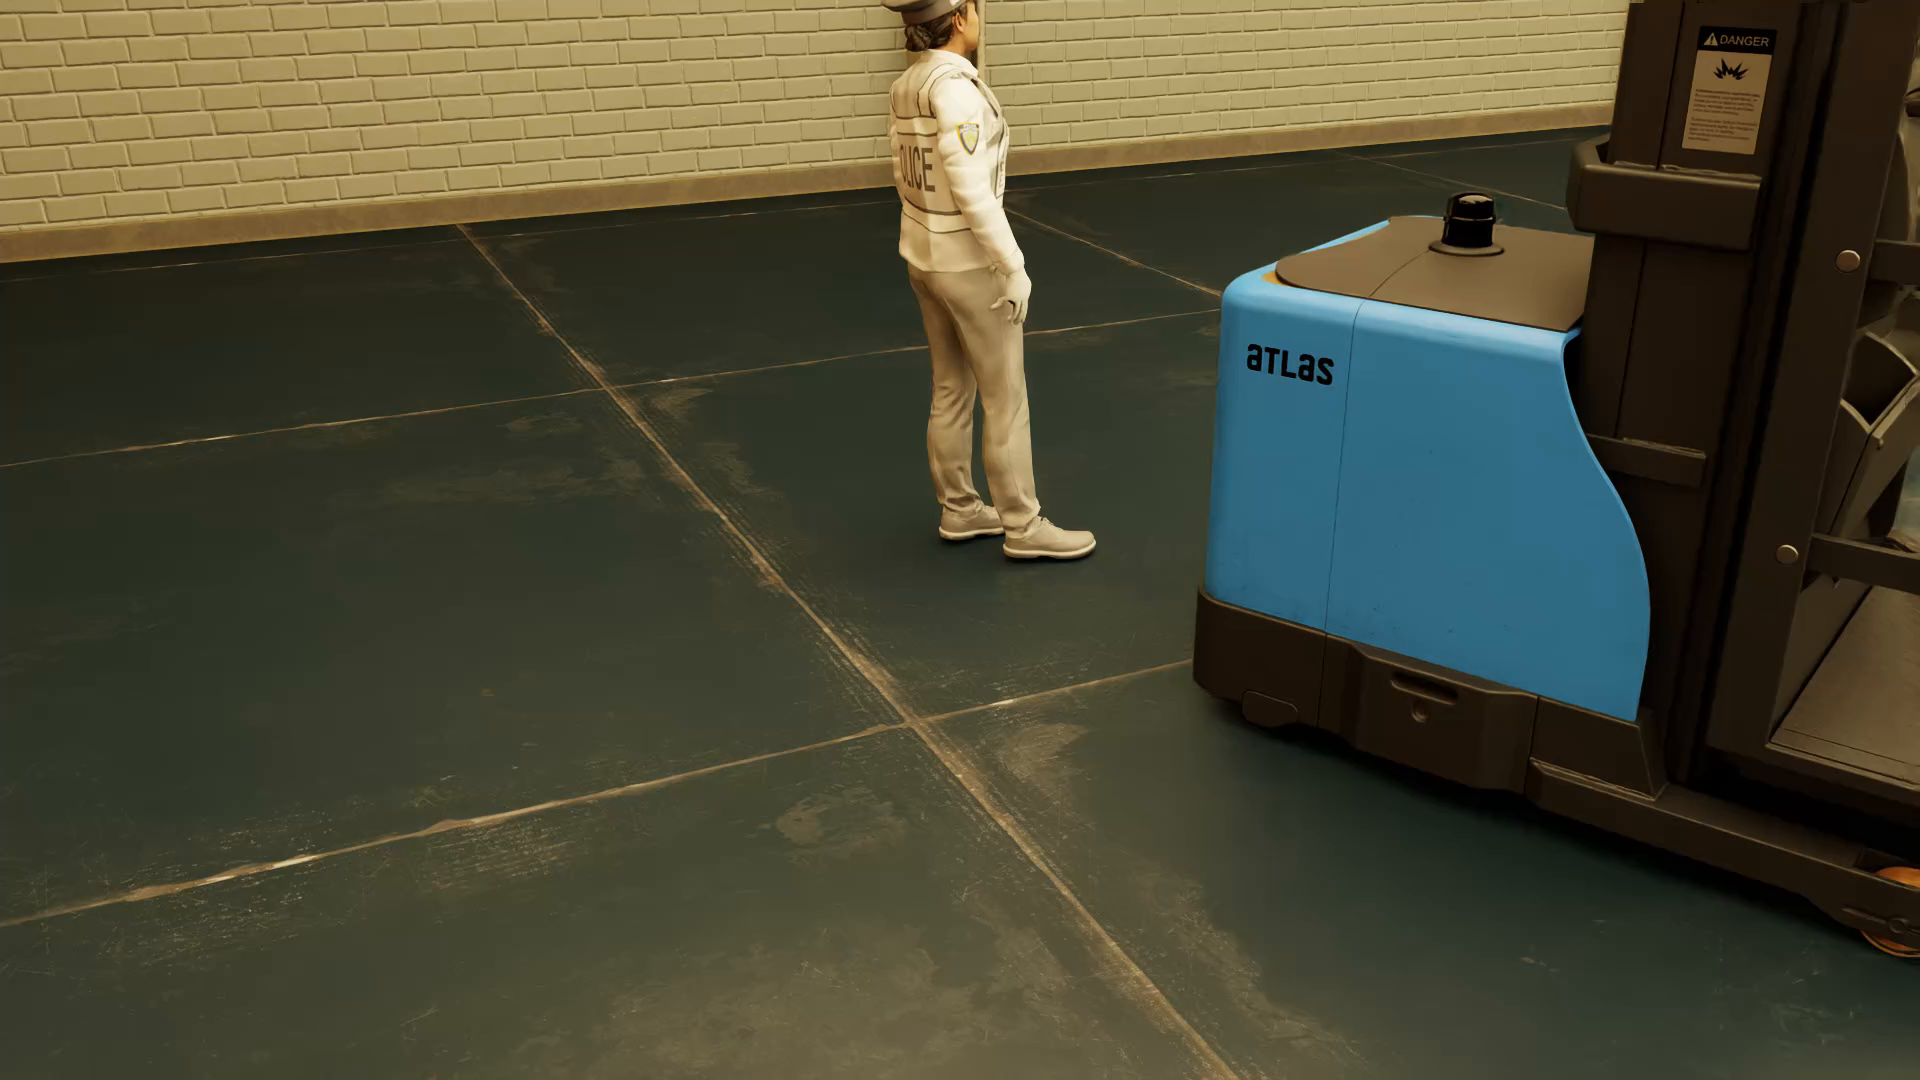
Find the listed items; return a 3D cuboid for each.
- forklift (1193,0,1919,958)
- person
[{"bbox_3d":[2.048,-0.740,3.068,3.031,2.935,1.130,17,28,35],"label":"forklift"},{"bbox_3d":[0.065,-0.798,4.800,0.530,1.694,0.587,-10,25,-23],"label":"person"}]
